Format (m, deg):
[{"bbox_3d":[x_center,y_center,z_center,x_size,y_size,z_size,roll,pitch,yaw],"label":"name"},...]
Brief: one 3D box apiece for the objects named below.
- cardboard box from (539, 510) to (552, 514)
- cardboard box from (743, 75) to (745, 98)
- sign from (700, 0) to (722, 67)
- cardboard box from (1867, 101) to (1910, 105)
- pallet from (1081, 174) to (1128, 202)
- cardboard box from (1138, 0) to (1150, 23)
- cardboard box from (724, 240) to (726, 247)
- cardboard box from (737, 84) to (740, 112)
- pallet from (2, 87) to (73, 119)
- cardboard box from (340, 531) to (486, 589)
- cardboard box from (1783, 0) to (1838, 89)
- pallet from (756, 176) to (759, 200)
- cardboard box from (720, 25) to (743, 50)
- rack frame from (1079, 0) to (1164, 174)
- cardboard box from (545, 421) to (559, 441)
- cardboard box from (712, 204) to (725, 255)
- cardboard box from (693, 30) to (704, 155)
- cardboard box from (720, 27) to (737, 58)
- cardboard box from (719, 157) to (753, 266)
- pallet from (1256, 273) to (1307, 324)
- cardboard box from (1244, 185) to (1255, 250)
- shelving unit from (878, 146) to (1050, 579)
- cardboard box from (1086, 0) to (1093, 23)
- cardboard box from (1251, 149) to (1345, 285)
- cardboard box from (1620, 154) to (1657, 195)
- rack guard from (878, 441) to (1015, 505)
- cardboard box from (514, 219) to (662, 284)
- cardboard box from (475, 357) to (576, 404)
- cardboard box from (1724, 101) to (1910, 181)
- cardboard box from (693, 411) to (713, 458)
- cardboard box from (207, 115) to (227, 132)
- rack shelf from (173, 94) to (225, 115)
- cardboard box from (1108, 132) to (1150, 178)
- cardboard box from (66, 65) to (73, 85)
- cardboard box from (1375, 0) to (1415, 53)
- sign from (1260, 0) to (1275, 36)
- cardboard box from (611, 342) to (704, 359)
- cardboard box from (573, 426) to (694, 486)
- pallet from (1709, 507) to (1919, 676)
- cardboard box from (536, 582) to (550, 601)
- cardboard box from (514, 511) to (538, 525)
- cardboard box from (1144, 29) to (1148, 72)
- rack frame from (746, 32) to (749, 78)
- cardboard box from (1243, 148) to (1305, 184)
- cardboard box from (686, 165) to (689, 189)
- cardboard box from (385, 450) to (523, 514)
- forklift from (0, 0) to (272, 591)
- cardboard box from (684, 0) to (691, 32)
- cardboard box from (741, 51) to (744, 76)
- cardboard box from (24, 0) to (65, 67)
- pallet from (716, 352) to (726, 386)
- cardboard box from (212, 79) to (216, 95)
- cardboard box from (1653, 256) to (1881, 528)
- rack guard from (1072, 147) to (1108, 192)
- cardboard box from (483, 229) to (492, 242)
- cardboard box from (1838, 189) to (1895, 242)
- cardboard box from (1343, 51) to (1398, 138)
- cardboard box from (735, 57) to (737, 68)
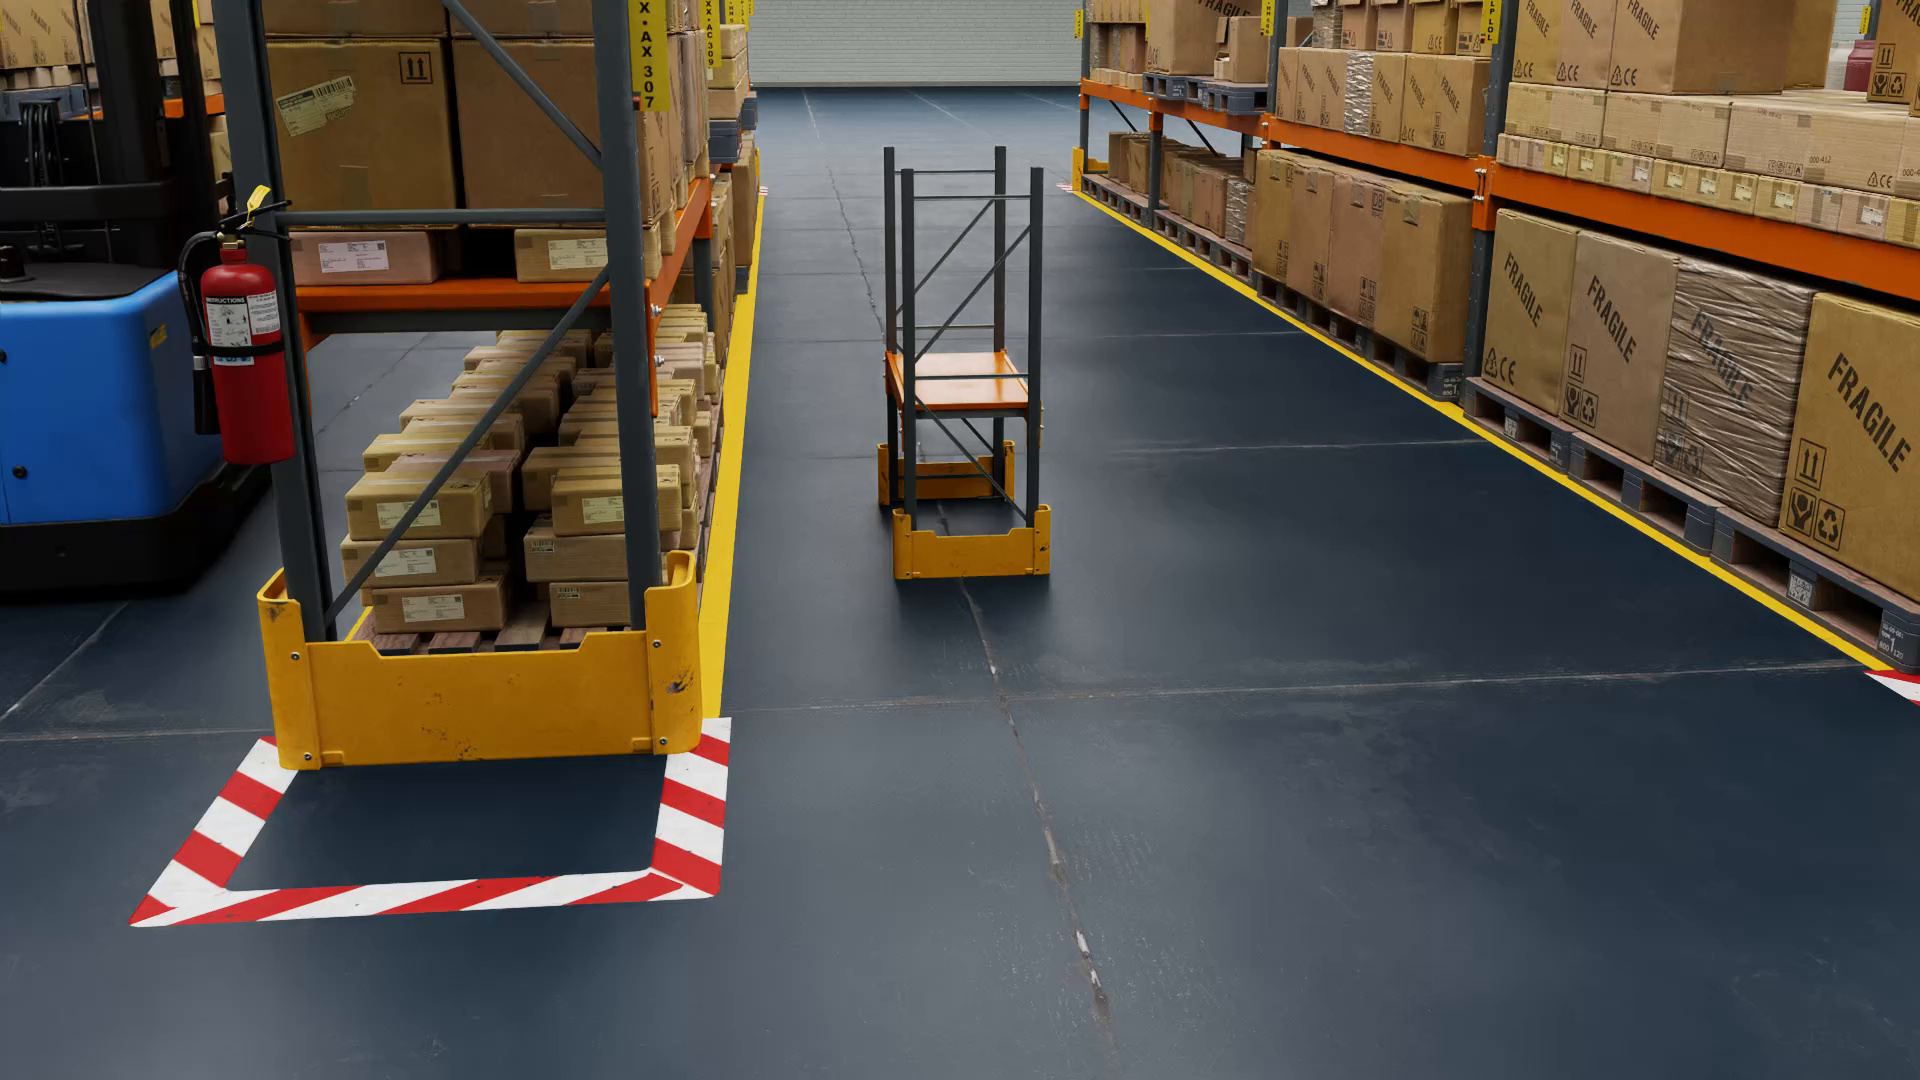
[{"bbox_3d":[-1.222,-0.134,5.656,0.380,0.149,0.250,-2,17,-5],"label":"cardboard box"},{"bbox_3d":[-1.553,-2.860,10.497,0.380,0.149,0.250,-3,18,-8],"label":"cardboard box"},{"bbox_3d":[-1.212,-2.458,8.052,0.100,0.325,0.005,-2,18,-6],"label":"sign"},{"bbox_3d":[3.716,-1.483,6.147,0.500,0.250,0.500,-2,18,-7],"label":"cardboard box"},{"bbox_3d":[2.012,-4.128,19.473,1.003,0.211,1.213,-2,18,-6],"label":"pallet"},{"bbox_3d":[2.048,-5.324,16.296,0.500,0.500,0.500,-2,18,-6],"label":"cardboard box"},{"bbox_3d":[-1.687,-1.575,10.158,0.500,0.500,0.500,-1,17,-5],"label":"cardboard box"},{"bbox_3d":[-1.390,-2.395,9.015,0.380,0.149,0.250,-2,18,-5],"label":"cardboard box"},{"bbox_3d":[-7.256,-3.152,12.029,1.213,0.211,1.003,-2,18,-6],"label":"pallet"},{"bbox_3d":[-1.677,0.036,5.118,0.380,0.149,0.250,-2,18,-7],"label":"cardboard box"},{"bbox_3d":[3.554,-2.299,7.493,0.500,0.500,0.500,-2,18,-5],"label":"cardboard box"},{"bbox_3d":[-2.828,-4.035,19.176,1.003,0.211,1.213,-2,18,-6],"label":"pallet"},{"bbox_3d":[-1.526,-3.065,10.156,0.380,0.149,0.250,-1,17,-3],"label":"cardboard box"},{"bbox_3d":[1.955,-5.724,19.902,1.000,3.000,0.127,-2,18,-6],"label":"rack frame"},{"bbox_3d":[-1.862,-0.505,6.841,0.380,0.149,0.250,-2,18,-6],"label":"cardboard box"},{"bbox_3d":[-1.622,-1.778,9.553,0.500,0.250,0.500,-1,17,-4],"label":"cardboard box"},{"bbox_3d":[-1.368,-1.925,7.138,0.500,0.500,0.500,-2,18,-7],"label":"cardboard box"},{"bbox_3d":[-1.334,-2.522,8.426,0.380,0.149,0.250,-1,17,-3],"label":"cardboard box"},{"bbox_3d":[-2.137,-2.529,12.778,1.050,0.750,0.750,-2,18,-6],"label":"cardboard box"},{"bbox_3d":[2.787,-1.773,11.972,1.003,0.211,1.213,-2,18,-6],"label":"pallet"},{"bbox_3d":[2.692,-2.557,13.252,0.700,0.500,0.500,-3,18,-9],"label":"cardboard box"},{"bbox_3d":[-0.008,-0.738,6.525,0.587,1.500,1.083,-2,18,-6],"label":"shelving unit"},{"bbox_3d":[1.741,-6.218,19.144,0.500,0.500,0.500,-2,18,-6],"label":"cardboard box"},{"bbox_3d":[2.831,-2.321,11.908,1.225,0.875,0.875,-3,18,-8],"label":"cardboard box"},{"bbox_3d":[3.027,-1.544,7.008,0.380,0.149,0.250,-2,17,-5],"label":"cardboard box"},{"bbox_3d":[-0.059,-0.290,7.185,0.587,0.250,0.087,-2,18,-6],"label":"rack guard"},{"bbox_3d":[-1.046,-0.821,4.703,0.380,0.149,0.250,-2,18,-6],"label":"cardboard box"},{"bbox_3d":[-1.772,-0.649,6.801,0.380,0.149,0.250,-3,18,-8],"label":"cardboard box"},{"bbox_3d":[3.187,-1.466,6.094,0.500,0.250,0.500,-2,18,-8],"label":"cardboard box"},{"bbox_3d":[-1.265,-0.451,7.165,0.380,0.149,0.250,-2,18,-6],"label":"cardboard box"},{"bbox_3d":[-7.235,-4.005,15.981,0.380,0.149,0.250,-2,17,-5],"label":"cardboard box"},{"bbox_3d":[-7.695,-4.479,17.136,1.077,0.370,4.000,-2,18,-6],"label":"rack shelf"},{"bbox_3d":[2.003,-4.545,19.619,0.500,0.500,0.500,1,17,5],"label":"cardboard box"},{"bbox_3d":[-7.014,-3.538,12.656,0.380,0.149,0.250,-1,17,-2],"label":"cardboard box"},{"bbox_3d":[2.980,-3.255,10.194,0.797,0.503,0.637,-1,17,-4],"label":"cardboard box"},{"bbox_3d":[2.242,-3.836,12.086,0.100,0.325,0.005,-2,18,-6],"label":"sign"},{"bbox_3d":[-1.288,-0.745,7.108,0.380,0.149,0.250,-3,18,-8],"label":"cardboard box"},{"bbox_3d":[-1.101,-0.282,5.633,0.380,0.149,0.250,-2,18,-6],"label":"cardboard box"},{"bbox_3d":[3.445,0.138,5.886,1.003,0.211,1.213,-2,18,-6],"label":"pallet"},{"bbox_3d":[-1.182,0.084,5.459,0.380,0.149,0.250,-2,18,-6],"label":"cardboard box"},{"bbox_3d":[-1.707,-0.052,5.895,0.380,0.149,0.250,-2,18,-5],"label":"cardboard box"},{"bbox_3d":[2.366,-5.008,16.957,0.875,0.500,0.500,-2,18,-6],"label":"cardboard box"},{"bbox_3d":[-2.989,-5.601,19.509,1.000,3.000,0.127,-2,18,-6],"label":"rack frame"},{"bbox_3d":[2.617,-3.072,13.641,0.500,0.250,0.500,0,17,1],"label":"cardboard box"},{"bbox_3d":[-1.326,-1.515,6.916,0.380,0.149,0.250,-3,18,-8],"label":"cardboard box"},{"bbox_3d":[-1.614,-0.184,5.322,0.380,0.149,0.250,-1,17,-5],"label":"cardboard box"},{"bbox_3d":[-3.620,-1.596,6.868,1.130,2.935,3.031,-4,18,-11],"label":"forklift"},{"bbox_3d":[-1.336,-2.254,6.515,0.500,0.500,0.500,-1,17,-4],"label":"cardboard box"},{"bbox_3d":[-1.524,-2.922,10.200,0.380,0.149,0.250,-1,17,-4],"label":"cardboard box"},{"bbox_3d":[-6.954,-3.721,12.156,0.500,0.500,0.500,-1,17,-3],"label":"cardboard box"},{"bbox_3d":[-1.833,-0.927,9.278,1.003,0.211,1.213,-2,18,-6],"label":"pallet"},{"bbox_3d":[-7.280,-4.284,15.733,0.380,0.149,0.250,-1,17,-4],"label":"cardboard box"},{"bbox_3d":[3.366,-0.603,6.436,0.875,0.875,0.875,-2,18,-6],"label":"cardboard box"},{"bbox_3d":[1.963,-4.509,20.204,1.175,0.500,0.348,-2,18,-6],"label":"rack guard"},{"bbox_3d":[-1.732,-1.027,5.361,0.380,0.149,0.250,-1,17,-4],"label":"cardboard box"},{"bbox_3d":[3.188,-1.086,5.547,0.380,0.149,0.250,-2,18,-6],"label":"cardboard box"},{"bbox_3d":[2.721,-2.780,10.357,0.500,0.500,0.500,-2,18,-5],"label":"cardboard box"},{"bbox_3d":[-1.363,-2.457,8.716,0.380,0.149,0.250,-2,18,-7],"label":"cardboard box"}]
